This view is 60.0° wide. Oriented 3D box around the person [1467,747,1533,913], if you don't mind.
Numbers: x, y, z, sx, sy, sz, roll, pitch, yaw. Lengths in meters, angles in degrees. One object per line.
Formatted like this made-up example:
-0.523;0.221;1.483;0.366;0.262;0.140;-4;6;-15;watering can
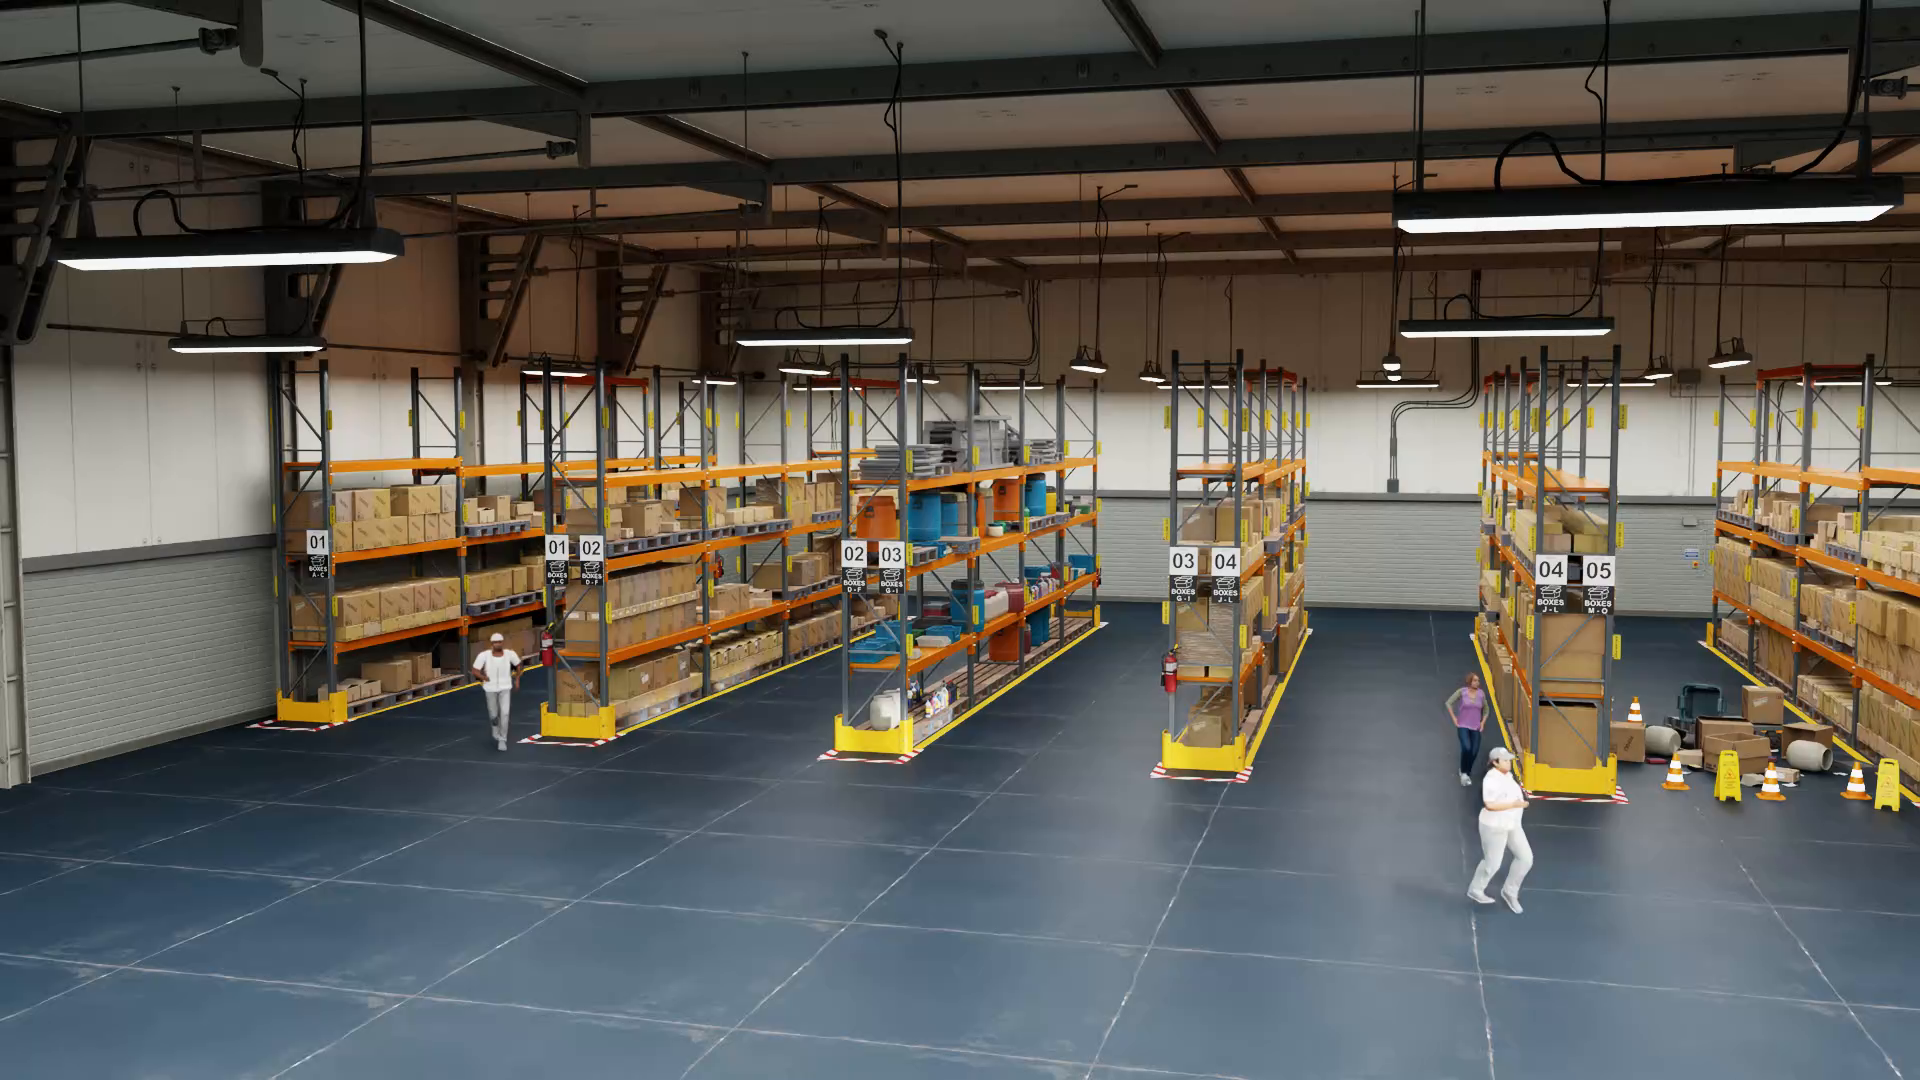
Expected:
5.532;2.964;16.967;0.582;1.713;0.680;-3;5;-39;person

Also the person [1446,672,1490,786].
6.953;2.581;22.692;0.554;1.564;0.577;0;4;0;person

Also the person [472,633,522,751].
-7.081;2.297;25.476;0.737;1.760;0.891;-1;4;-16;person
